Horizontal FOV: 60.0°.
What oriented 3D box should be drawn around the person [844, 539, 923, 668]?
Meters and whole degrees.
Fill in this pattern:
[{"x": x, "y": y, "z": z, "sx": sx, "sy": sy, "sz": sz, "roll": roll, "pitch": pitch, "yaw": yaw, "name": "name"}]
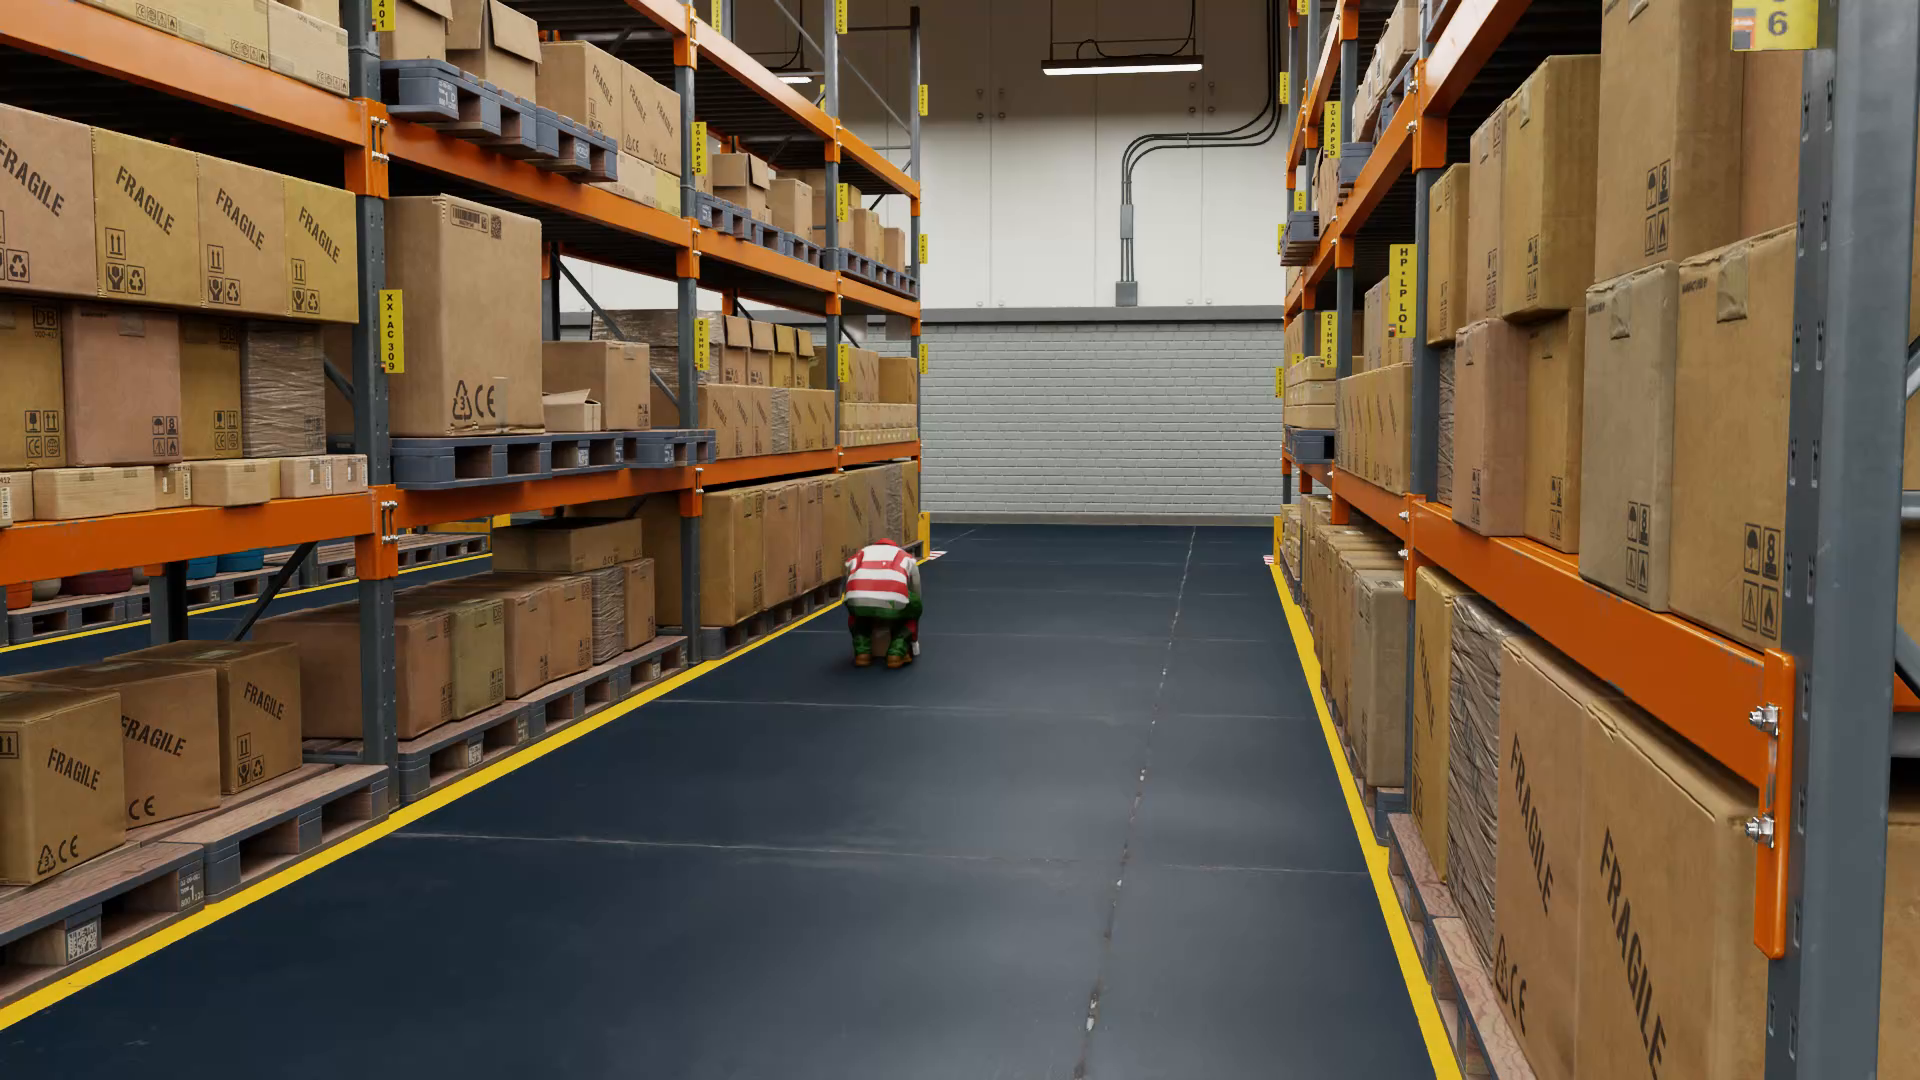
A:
[{"x": -0.504, "y": 0.438, "z": 10.800, "sx": 0.531, "sy": 0.841, "sz": 0.939, "roll": 1, "pitch": 4, "yaw": 7, "name": "person"}]
